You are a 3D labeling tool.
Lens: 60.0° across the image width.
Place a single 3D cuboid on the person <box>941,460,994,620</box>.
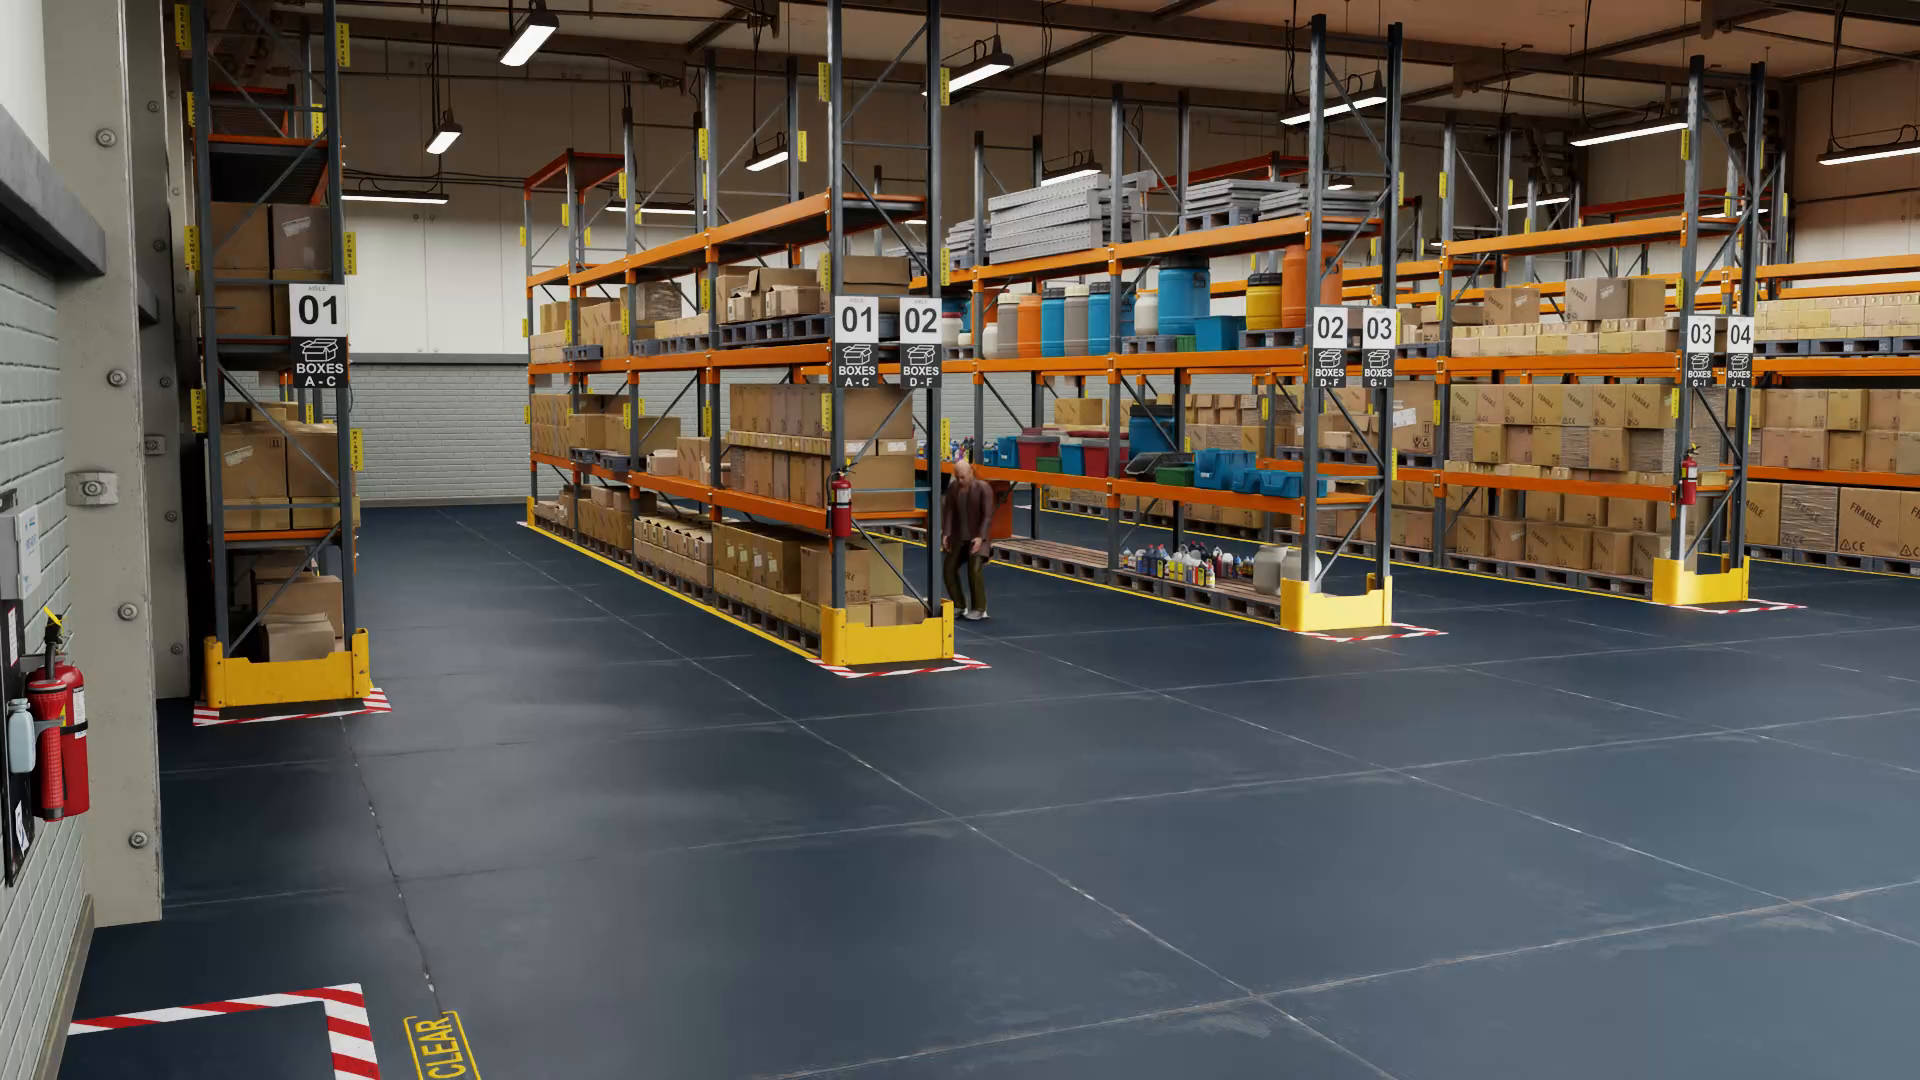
[{"bbox_3d":[0.095,-0.004,17.405,0.607,1.666,0.502,4,6,35],"label":"person"}]
